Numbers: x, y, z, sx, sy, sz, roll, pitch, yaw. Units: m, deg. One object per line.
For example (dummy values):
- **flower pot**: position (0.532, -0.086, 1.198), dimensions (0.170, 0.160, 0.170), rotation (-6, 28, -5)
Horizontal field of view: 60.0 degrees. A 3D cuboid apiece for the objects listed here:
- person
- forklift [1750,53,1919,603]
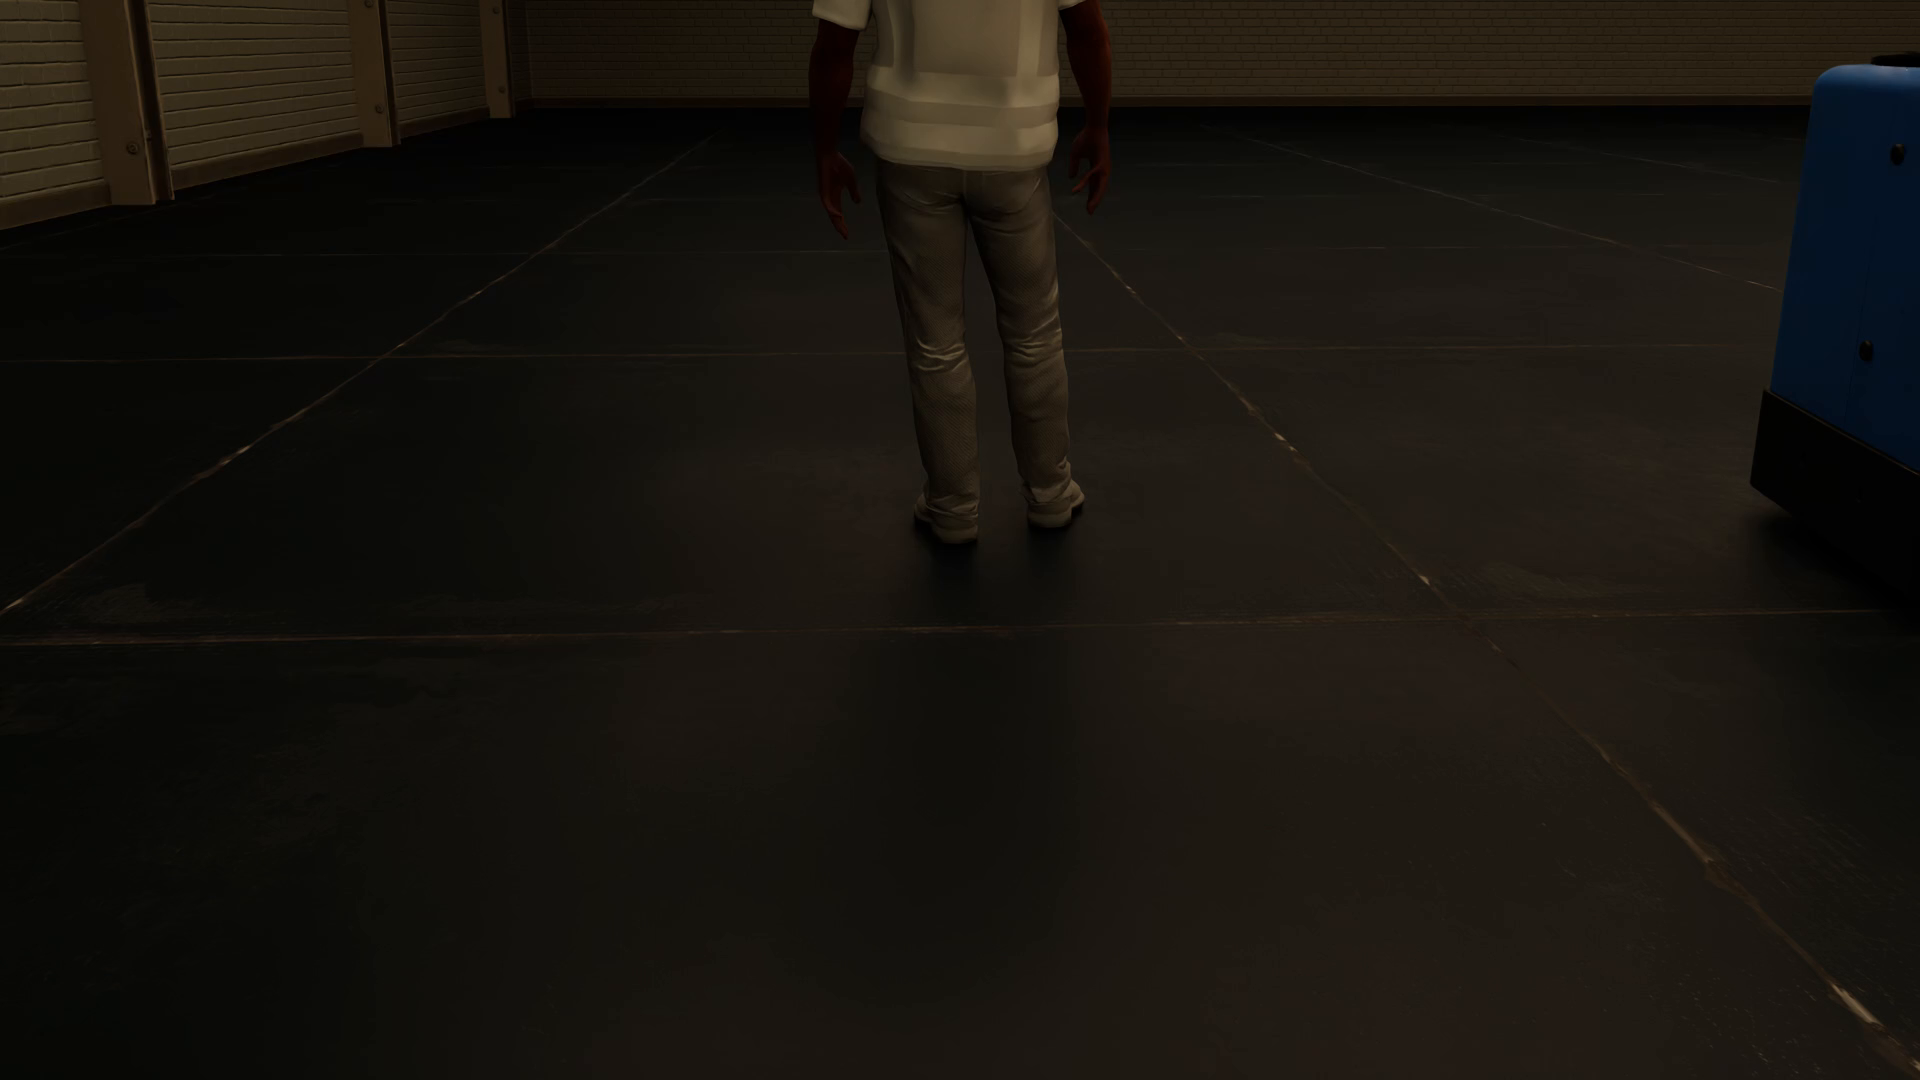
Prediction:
- **person**: position (0.003, -0.872, 3.724), dimensions (0.665, 1.765, 0.577), rotation (-1, 17, -3)
- **forklift**: position (3.425, -1.302, 3.163), dimensions (3.031, 2.935, 1.130), rotation (2, 17, 5)
